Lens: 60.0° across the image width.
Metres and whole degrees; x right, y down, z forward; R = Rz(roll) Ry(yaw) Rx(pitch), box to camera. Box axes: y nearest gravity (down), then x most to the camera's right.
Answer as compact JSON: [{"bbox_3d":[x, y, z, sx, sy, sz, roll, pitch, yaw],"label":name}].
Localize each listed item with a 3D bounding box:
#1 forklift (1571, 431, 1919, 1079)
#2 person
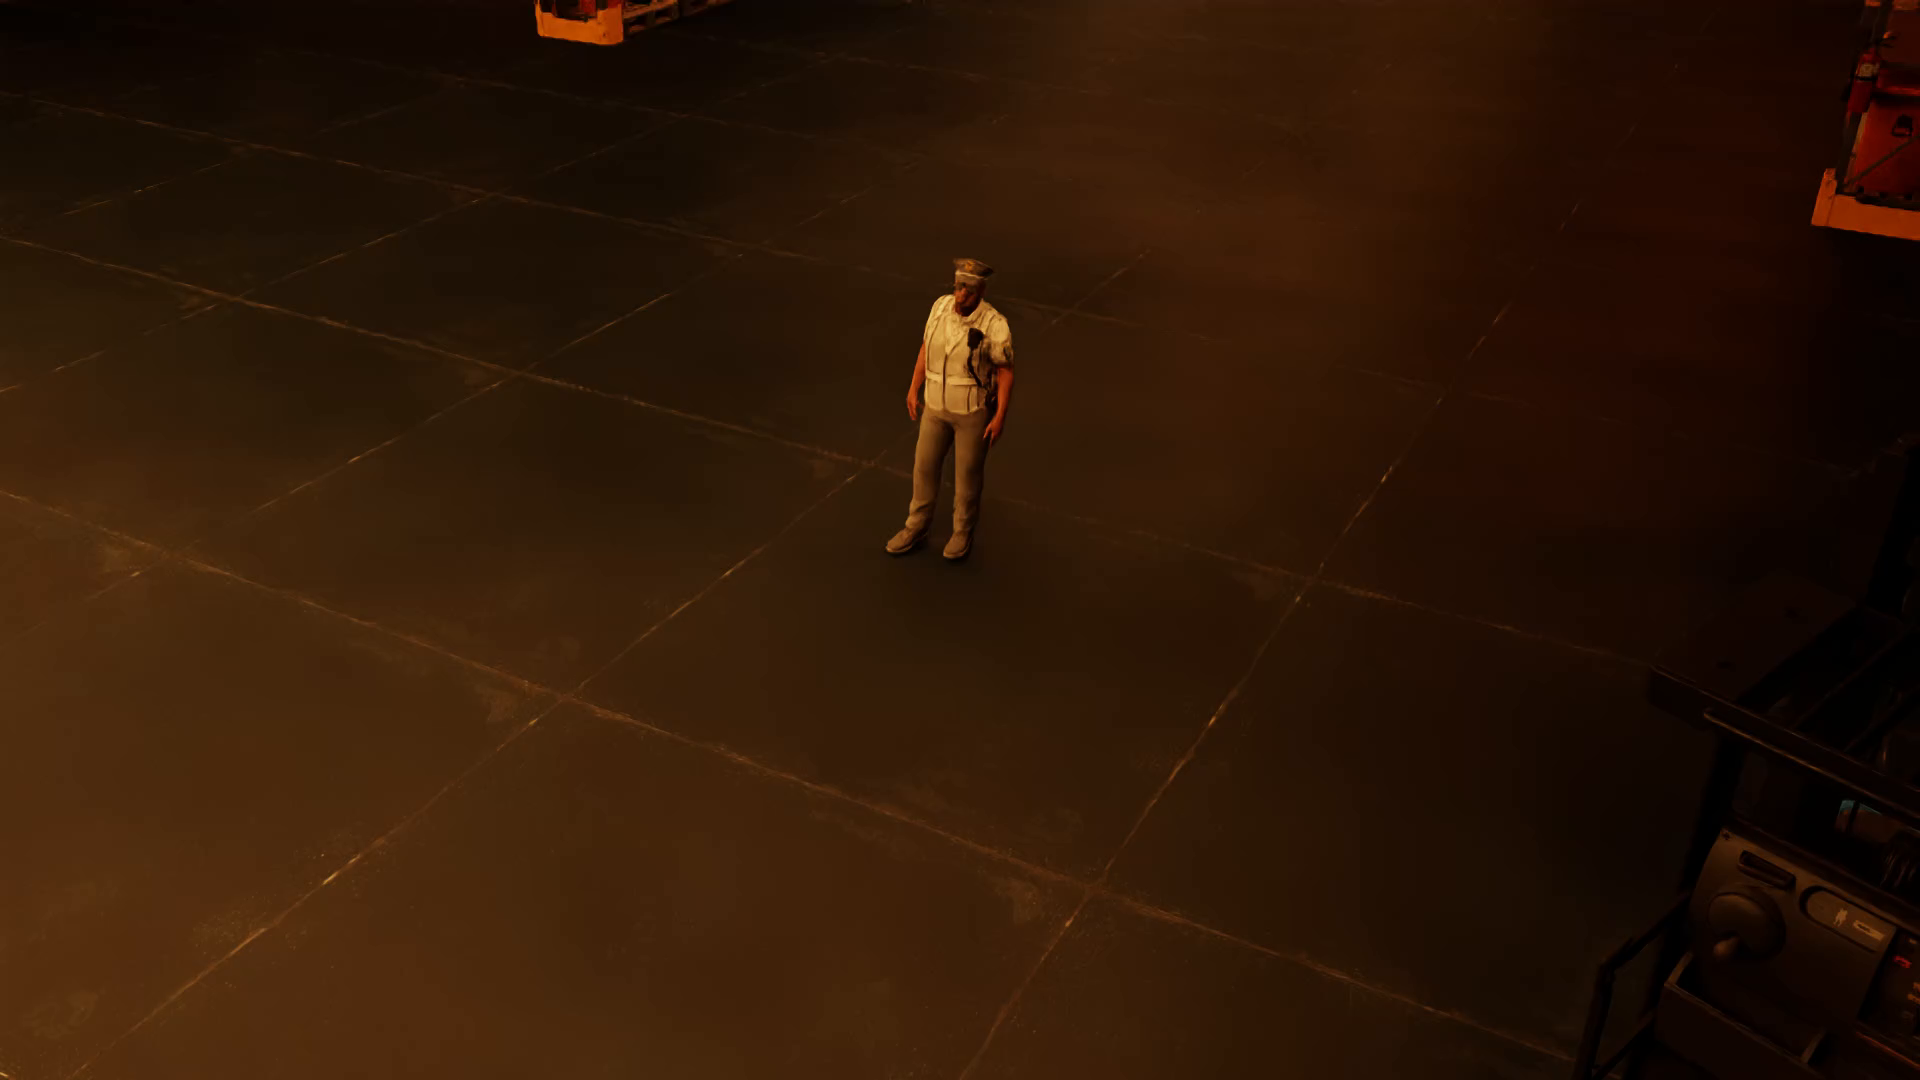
[{"bbox_3d":[2.528,1.270,4.870,3.031,2.935,1.130,-24,37,-35],"label":"forklift"},{"bbox_3d":[-0.048,-0.748,9.499,0.640,1.781,0.574,15,33,25],"label":"person"}]
